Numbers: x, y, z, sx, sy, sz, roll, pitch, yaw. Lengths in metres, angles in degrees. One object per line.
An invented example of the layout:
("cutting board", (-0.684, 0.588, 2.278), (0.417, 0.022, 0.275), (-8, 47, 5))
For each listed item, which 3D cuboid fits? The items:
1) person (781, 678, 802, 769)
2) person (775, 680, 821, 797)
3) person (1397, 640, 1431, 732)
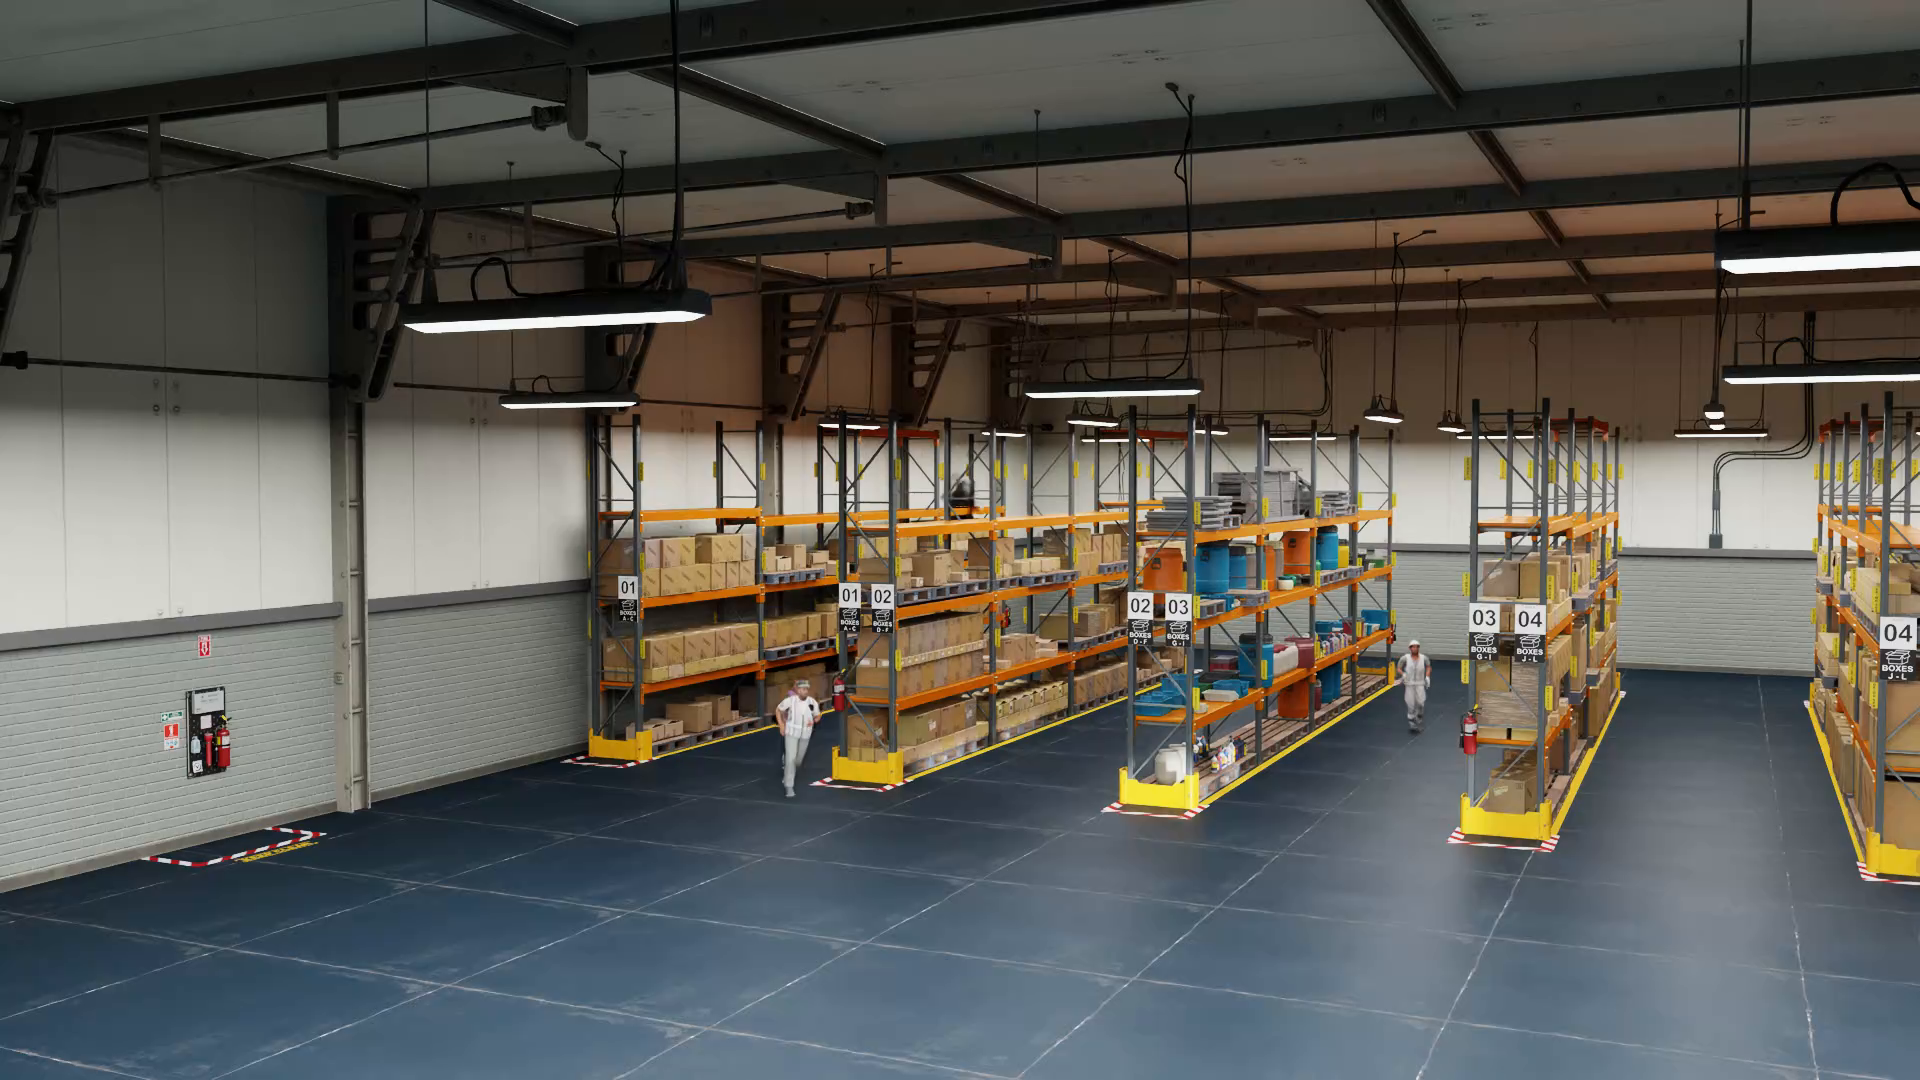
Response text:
("person", (-2.776, 3.081, 27.879), (0.540, 1.544, 0.510), (0, 2, 8))
("person", (-2.520, 3.078, 26.050), (0.695, 1.796, 0.894), (-1, 3, -23))
("person", (8.703, 2.807, 31.899), (0.629, 1.773, 0.659), (0, 2, 11))
